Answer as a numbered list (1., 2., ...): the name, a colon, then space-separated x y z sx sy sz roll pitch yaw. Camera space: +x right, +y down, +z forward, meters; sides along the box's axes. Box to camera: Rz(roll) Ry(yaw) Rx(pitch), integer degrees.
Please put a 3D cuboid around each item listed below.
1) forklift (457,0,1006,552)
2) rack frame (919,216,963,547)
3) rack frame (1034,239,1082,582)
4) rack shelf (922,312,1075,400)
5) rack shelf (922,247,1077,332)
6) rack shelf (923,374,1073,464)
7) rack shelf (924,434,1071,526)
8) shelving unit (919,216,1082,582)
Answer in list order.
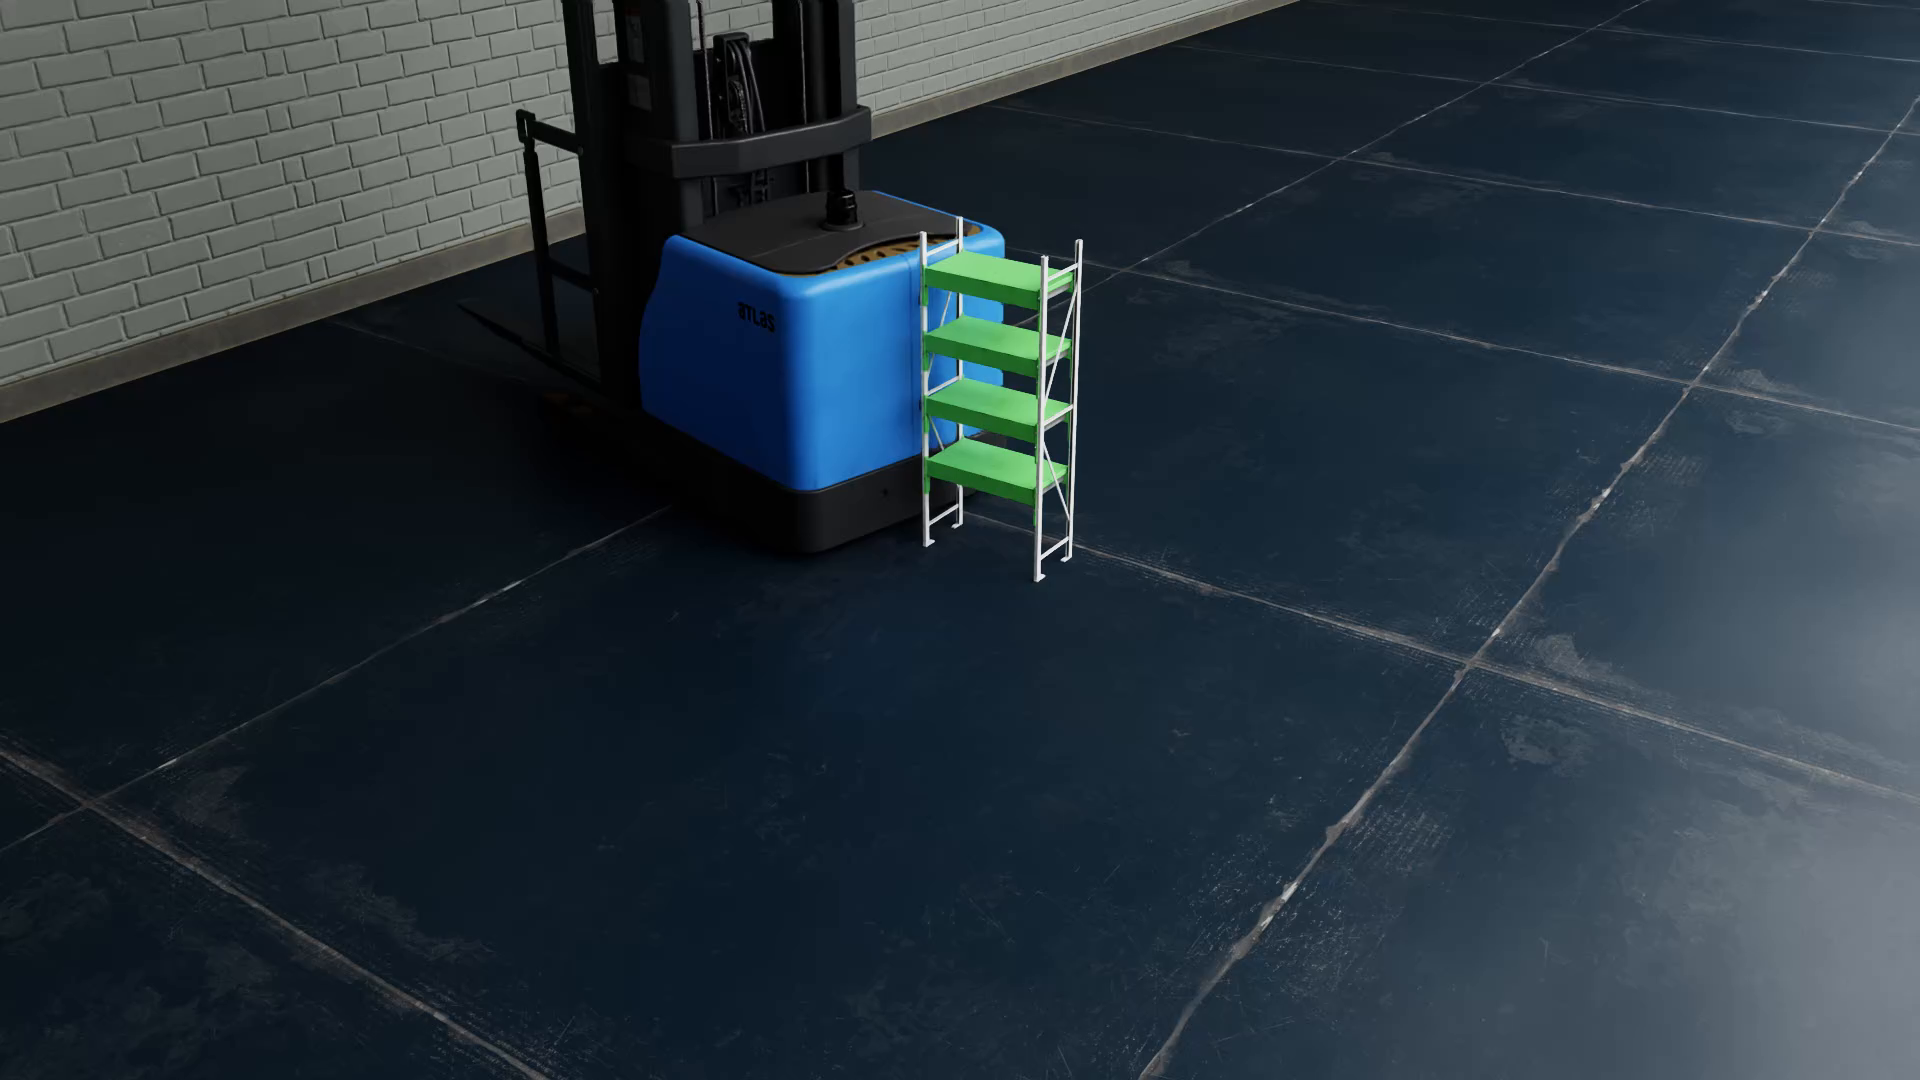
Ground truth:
1. forklift: -1.174 -1.847 6.648 1.130 2.935 3.031 -22 34 -36
2. rack frame: -0.065 -0.555 6.017 0.015 1.200 0.240 17 32 30
3. rack frame: 0.338 -0.430 5.771 0.015 1.200 0.240 17 32 30
4. rack shelf: 0.136 -0.649 5.814 0.480 0.148 0.258 17 32 30
5. rack shelf: 0.136 -0.863 5.706 0.480 0.148 0.258 17 32 30
6. rack shelf: 0.136 -0.435 5.923 0.480 0.148 0.258 17 32 30
7. rack shelf: 0.136 -0.221 6.032 0.480 0.148 0.258 17 32 30
8. shelving unit: 0.136 -0.492 5.894 0.503 1.200 0.258 17 32 30
